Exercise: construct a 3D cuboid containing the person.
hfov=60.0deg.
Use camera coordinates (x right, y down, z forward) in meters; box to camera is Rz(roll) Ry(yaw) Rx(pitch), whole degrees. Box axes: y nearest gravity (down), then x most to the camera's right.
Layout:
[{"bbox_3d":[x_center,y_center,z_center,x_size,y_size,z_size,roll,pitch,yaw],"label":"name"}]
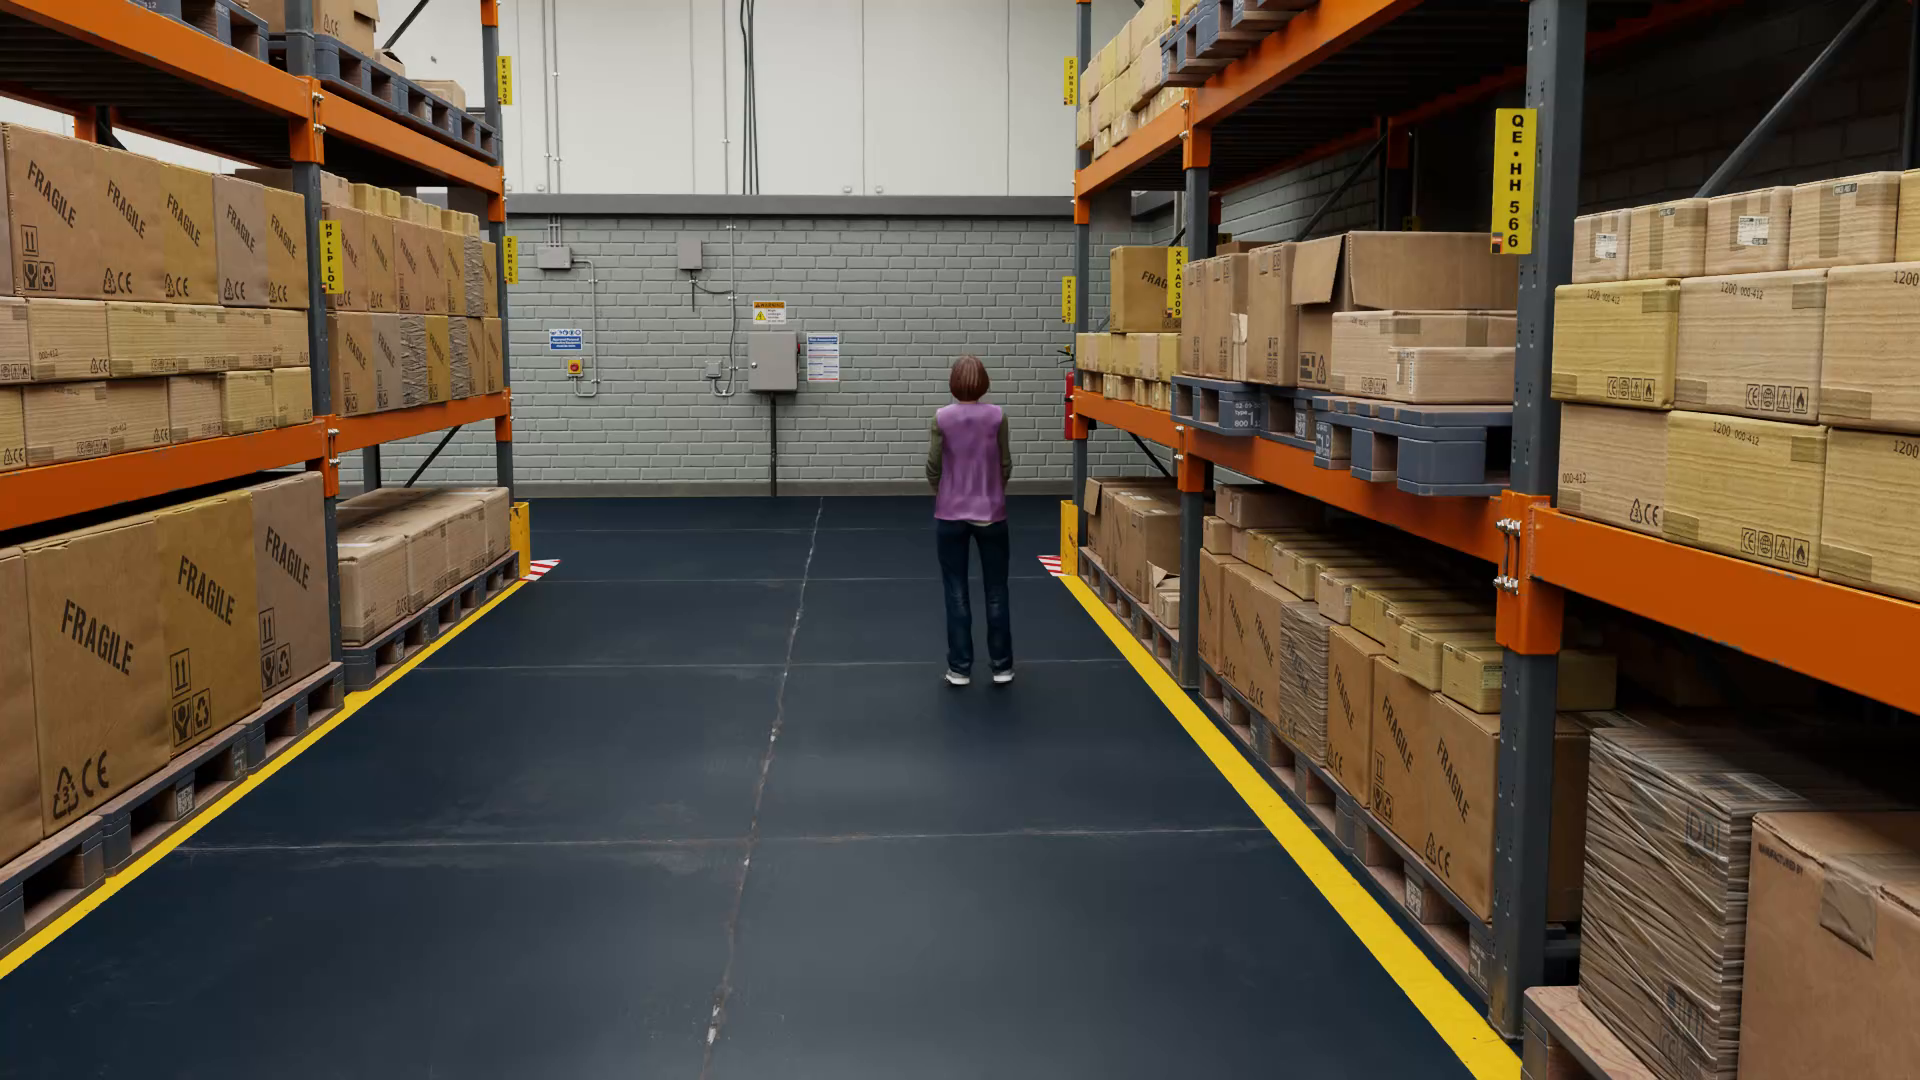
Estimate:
[{"bbox_3d":[0.055,-0.099,8.067,0.440,1.601,0.461,0,7,-1],"label":"person"}]
